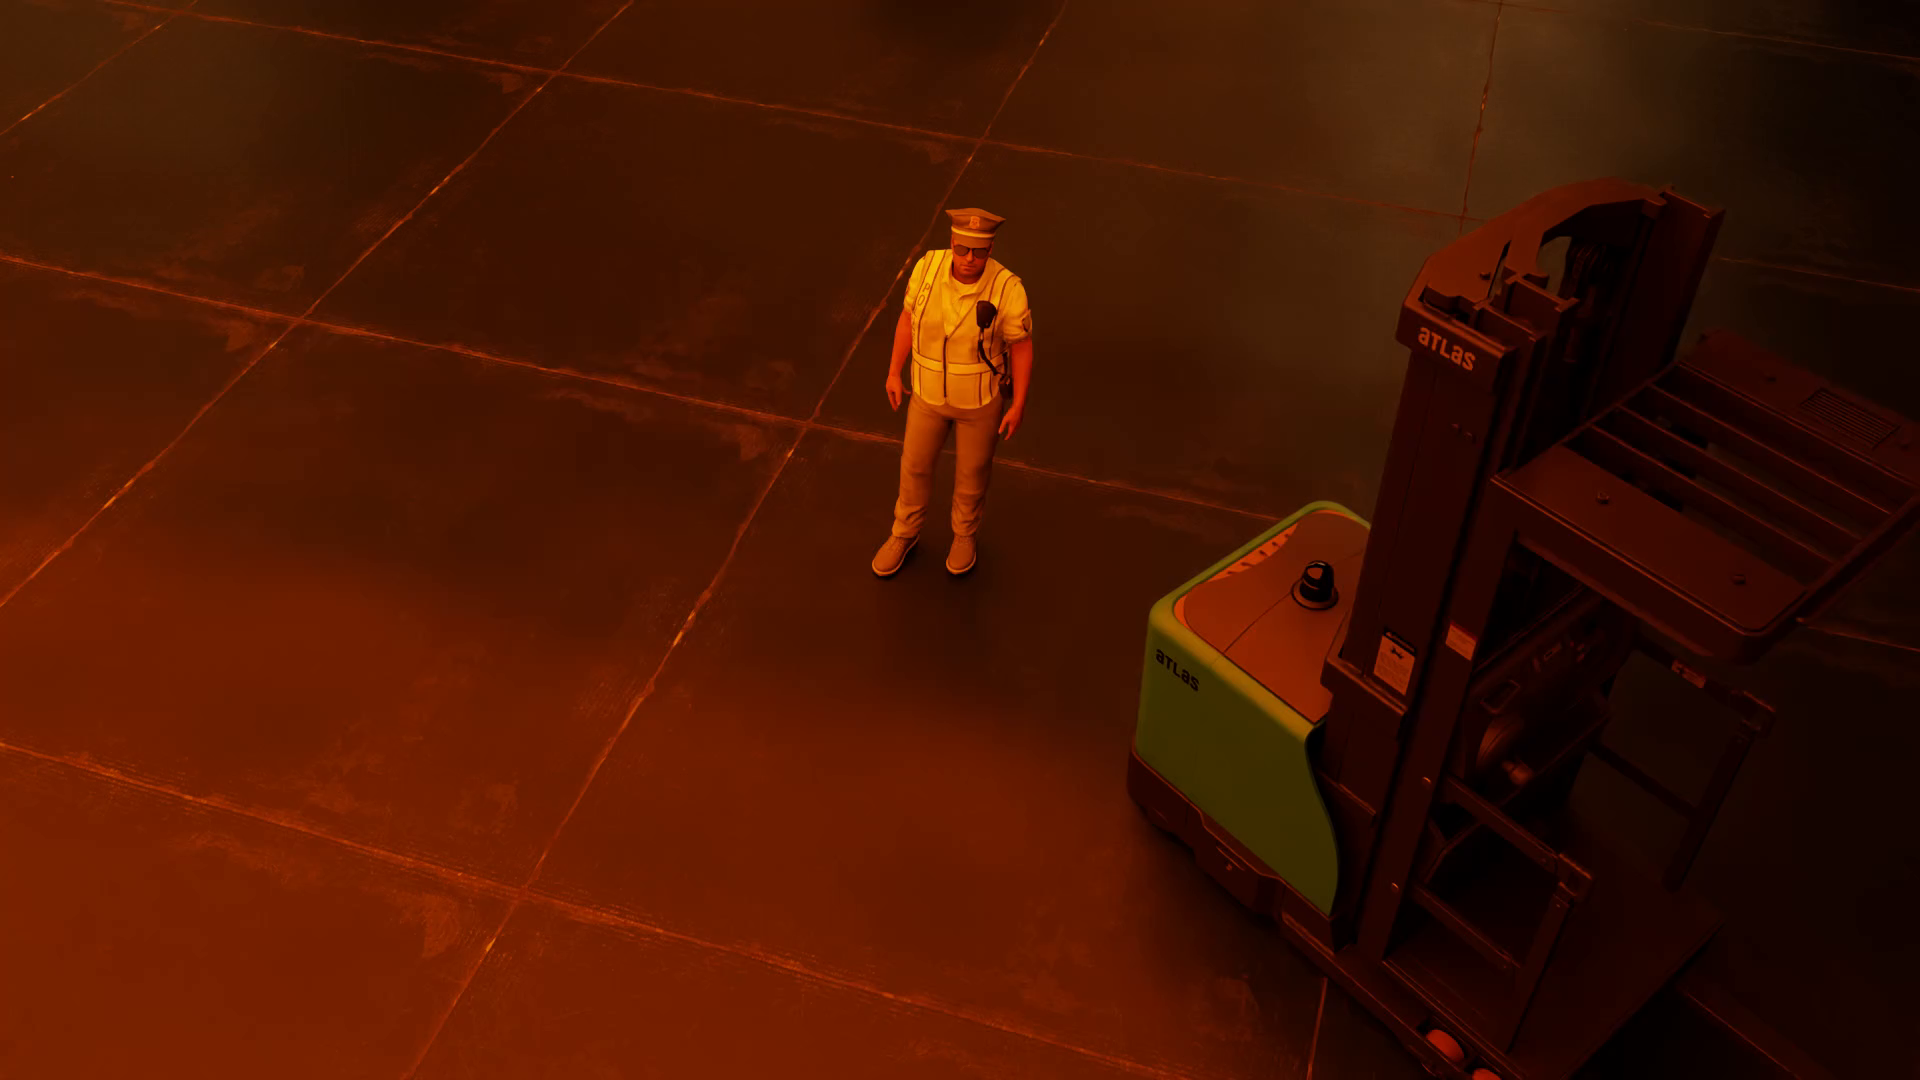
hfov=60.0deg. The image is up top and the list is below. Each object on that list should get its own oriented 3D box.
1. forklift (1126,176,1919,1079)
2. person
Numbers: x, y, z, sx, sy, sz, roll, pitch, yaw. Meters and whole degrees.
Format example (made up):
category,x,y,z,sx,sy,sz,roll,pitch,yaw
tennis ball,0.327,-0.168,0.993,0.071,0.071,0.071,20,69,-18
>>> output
category,x,y,z,sx,sy,sz,roll,pitch,yaw
forklift,2.001,0.513,5.137,1.130,2.935,3.031,-30,51,-28
person,-0.035,-0.610,7.178,0.640,1.781,0.575,12,44,13
